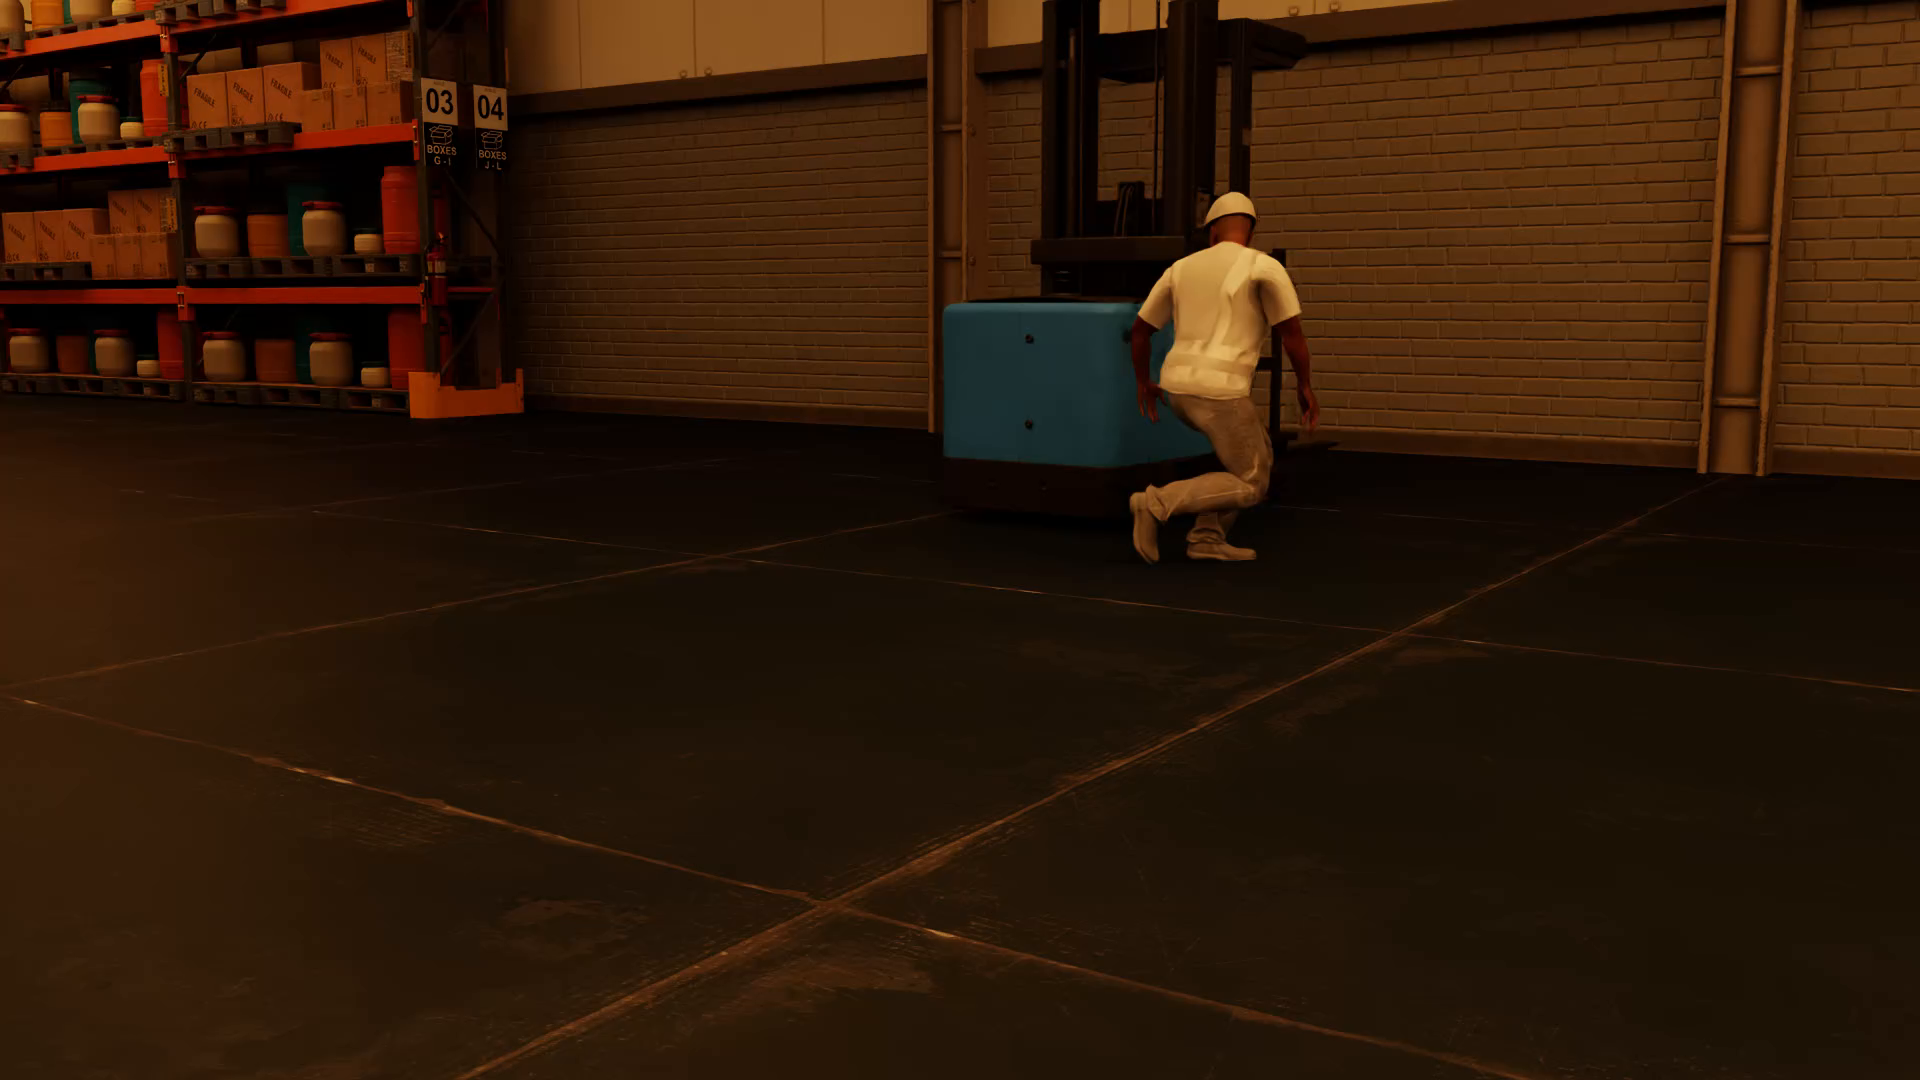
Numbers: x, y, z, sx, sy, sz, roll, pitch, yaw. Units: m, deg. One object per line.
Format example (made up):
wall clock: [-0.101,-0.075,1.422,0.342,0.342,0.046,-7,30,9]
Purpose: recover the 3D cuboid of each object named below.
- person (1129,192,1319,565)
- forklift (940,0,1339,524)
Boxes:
person: [1.001,-0.667,6.906,0.718,1.546,0.732,-4,9,-23]
forklift: [1.174,-1.688,9.064,1.130,2.935,3.031,6,10,36]
